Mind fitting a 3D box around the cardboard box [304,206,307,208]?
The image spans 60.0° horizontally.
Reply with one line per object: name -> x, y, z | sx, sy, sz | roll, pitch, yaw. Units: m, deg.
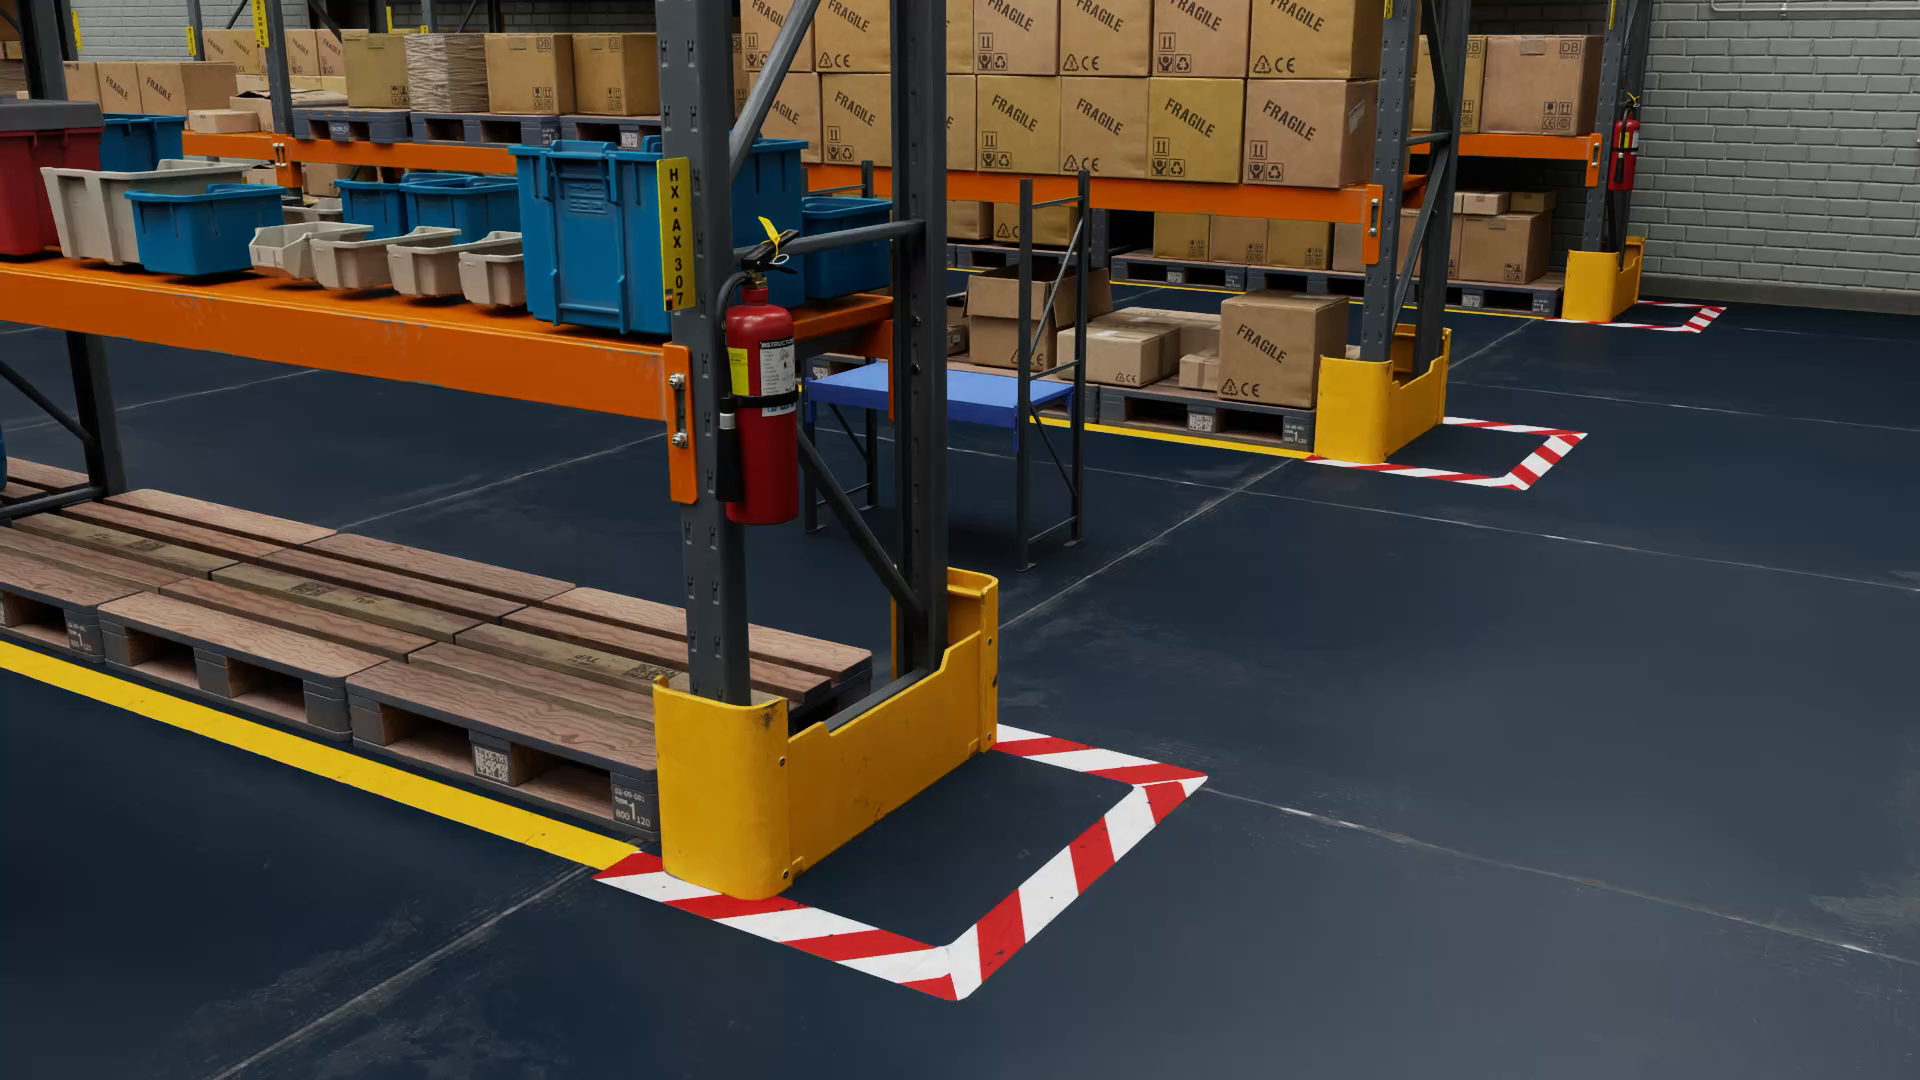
cardboard box -> -5.142, -2.343, 12.478 | 0.500, 0.311, 0.500 | 11, 20, 31

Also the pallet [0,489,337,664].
pallet -> -3.107, 0.100, 6.189 | 1.213, 0.211, 1.003 | 10, 20, 30

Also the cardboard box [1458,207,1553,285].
cardboard box -> 4.190, -2.268, 12.766 | 0.500, 0.500, 0.700 | 10, 20, 30

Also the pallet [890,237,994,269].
pallet -> -0.310, -2.740, 15.538 | 1.213, 0.211, 1.003 | 10, 20, 30

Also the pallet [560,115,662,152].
pallet -> -1.782, -2.619, 10.674 | 1.213, 0.211, 1.003 | 10, 20, 30

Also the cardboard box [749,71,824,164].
cardboard box -> -0.867, -2.465, 9.665 | 0.500, 0.500, 0.500 | 11, 20, 31

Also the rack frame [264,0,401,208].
rack frame -> -4.567, -3.171, 12.160 | 0.127, 3.000, 1.000 | 10, 20, 30

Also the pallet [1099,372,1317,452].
pallet -> 1.505, -0.752, 8.996 | 1.213, 0.211, 1.003 | 10, 20, 30

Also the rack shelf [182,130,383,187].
rack shelf -> -6.271, -3.131, 13.266 | 4.000, 0.370, 1.077 | 10, 20, 30

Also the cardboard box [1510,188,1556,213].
cardboard box -> 4.402, -2.609, 12.772 | 0.250, 0.149, 0.380 | 10, 20, 30

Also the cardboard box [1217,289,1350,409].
cardboard box -> 1.658, -0.990, 8.525 | 0.500, 0.500, 0.500 | 10, 20, 30

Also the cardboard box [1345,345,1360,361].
cardboard box -> 2.073, -0.949, 8.994 | 0.250, 0.149, 0.380 | 10, 20, 30

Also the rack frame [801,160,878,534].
rack frame -> -0.506, -0.808, 6.960 | 0.032, 1.500, 0.500 | 10, 20, 30

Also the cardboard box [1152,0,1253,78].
cardboard box -> 1.296, -2.557, 8.245 | 0.500, 0.500, 0.500 | 11, 20, 32

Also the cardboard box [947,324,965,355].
cardboard box -> -0.172, -1.171, 9.693 | 0.250, 0.166, 0.380 | 10, 20, 30

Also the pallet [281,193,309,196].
pallet -> -8.056, -4.137, 20.138 | 1.213, 0.211, 1.003 | 10, 20, 30

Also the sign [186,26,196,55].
sign -> -9.079, -5.895, 19.638 | 0.005, 0.325, 0.100 | 10, 20, 30

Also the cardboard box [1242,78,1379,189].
cardboard box -> 1.726, -2.003, 8.142 | 0.500, 0.500, 0.500 | 11, 20, 32

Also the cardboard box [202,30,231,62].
cardboard box -> -8.545, -5.765, 19.632 | 0.500, 0.500, 0.500 | 10, 20, 30

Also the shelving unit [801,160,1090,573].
shelving unit -> -0.073, -0.731, 6.706 | 1.048, 1.500, 0.538 | 10, 20, 30

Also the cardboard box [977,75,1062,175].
cardboard box -> 0.430, -2.235, 8.905 | 0.500, 0.500, 0.500 | 10, 19, 29

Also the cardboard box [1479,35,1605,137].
cardboard box -> 4.399, -3.400, 12.398 | 0.700, 0.700, 0.980 | 11, 20, 33

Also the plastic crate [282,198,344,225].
plastic crate -> -2.113, -1.049, 5.523 | 0.466, 0.136, 0.293 | 10, 20, 30

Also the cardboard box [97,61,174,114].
cardboard box -> -6.454, -3.550, 13.236 | 0.500, 0.500, 0.500 | 10, 20, 30

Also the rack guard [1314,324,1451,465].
rack guard -> 2.185, -0.770, 8.555 | 0.348, 0.500, 1.175 | 10, 20, 30

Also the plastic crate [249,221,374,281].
plastic crate -> -1.887, -0.834, 4.817 | 0.250, 0.136, 0.298 | 10, 20, 30

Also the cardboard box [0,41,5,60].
cardboard box -> -8.319, -4.126, 14.015 | 0.250, 0.149, 0.380 | 10, 20, 30

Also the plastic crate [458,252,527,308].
plastic crate -> -1.135, -0.710, 4.407 | 0.243, 0.136, 0.396 | 10, 20, 30

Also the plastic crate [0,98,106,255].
plastic crate -> -3.124, -1.198, 5.450 | 0.583, 0.464, 0.402 | 10, 20, 30

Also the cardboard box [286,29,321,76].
cardboard box -> -7.246, -5.532, 18.864 | 0.500, 0.500, 0.500 | 11, 20, 32

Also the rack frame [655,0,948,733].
rack frame -> -0.345, -0.728, 4.117 | 0.127, 3.000, 1.000 | 10, 20, 30

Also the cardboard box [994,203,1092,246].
cardboard box -> 0.809, -3.029, 14.668 | 0.750, 0.750, 0.750 | 10, 20, 31

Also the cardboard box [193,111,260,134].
cardboard box -> -5.478, -3.119, 12.421 | 0.250, 0.149, 0.380 | 10, 20, 30

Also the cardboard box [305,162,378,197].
cardboard box -> -7.167, -4.292, 19.392 | 0.500, 0.500, 0.700 | 9, 19, 27

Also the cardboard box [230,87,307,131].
cardboard box -> -5.228, -3.312, 12.778 | 0.500, 0.311, 0.500 | 10, 19, 29

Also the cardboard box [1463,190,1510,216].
cardboard box -> 3.986, -2.553, 12.587 | 0.250, 0.149, 0.380 | 10, 19, 29

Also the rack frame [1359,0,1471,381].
rack frame -> 2.250, -1.954, 8.154 | 0.127, 3.000, 1.000 | 10, 20, 30

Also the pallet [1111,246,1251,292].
pallet -> 2.038, -2.321, 14.158 | 1.213, 0.211, 1.003 | 10, 20, 30

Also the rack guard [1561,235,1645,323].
rack guard -> 4.860, -1.982, 12.546 | 0.348, 0.500, 1.175 | 10, 20, 30

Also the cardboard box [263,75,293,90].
cardboard box -> -7.664, -5.246, 19.214 | 0.500, 0.250, 0.500 | 10, 19, 29

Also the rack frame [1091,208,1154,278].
rack frame -> 1.431, -3.790, 14.198 | 0.127, 3.000, 1.000 | 10, 20, 30

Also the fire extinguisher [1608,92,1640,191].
fire extinguisher -> 4.726, -2.829, 11.808 | 0.183, 0.674, 0.296 | 10, 20, 30

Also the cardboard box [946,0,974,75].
cardboard box -> -0.027, -2.791, 9.016 | 0.500, 0.500, 0.500 | 9, 19, 28

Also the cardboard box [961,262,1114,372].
cardboard box -> 0.445, -1.294, 9.519 | 0.637, 0.503, 0.797 | 10, 20, 30

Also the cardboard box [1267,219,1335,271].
cardboard box -> 2.877, -2.500, 13.529 | 0.500, 0.500, 0.700 | 11, 20, 31

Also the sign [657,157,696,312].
sign -> -0.620, -0.667, 3.637 | 0.005, 0.325, 0.100 | 10, 20, 30

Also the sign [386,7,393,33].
sign -> -4.291, -3.823, 12.450 | 0.005, 0.325, 0.100 | 10, 20, 30

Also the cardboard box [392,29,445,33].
cardboard box -> -5.951, -5.299, 18.098 | 0.500, 0.500, 0.500 | 10, 20, 30

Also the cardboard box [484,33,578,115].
cardboard box -> -2.696, -3.065, 10.916 | 0.500, 0.500, 0.700 | 5, 18, 16
